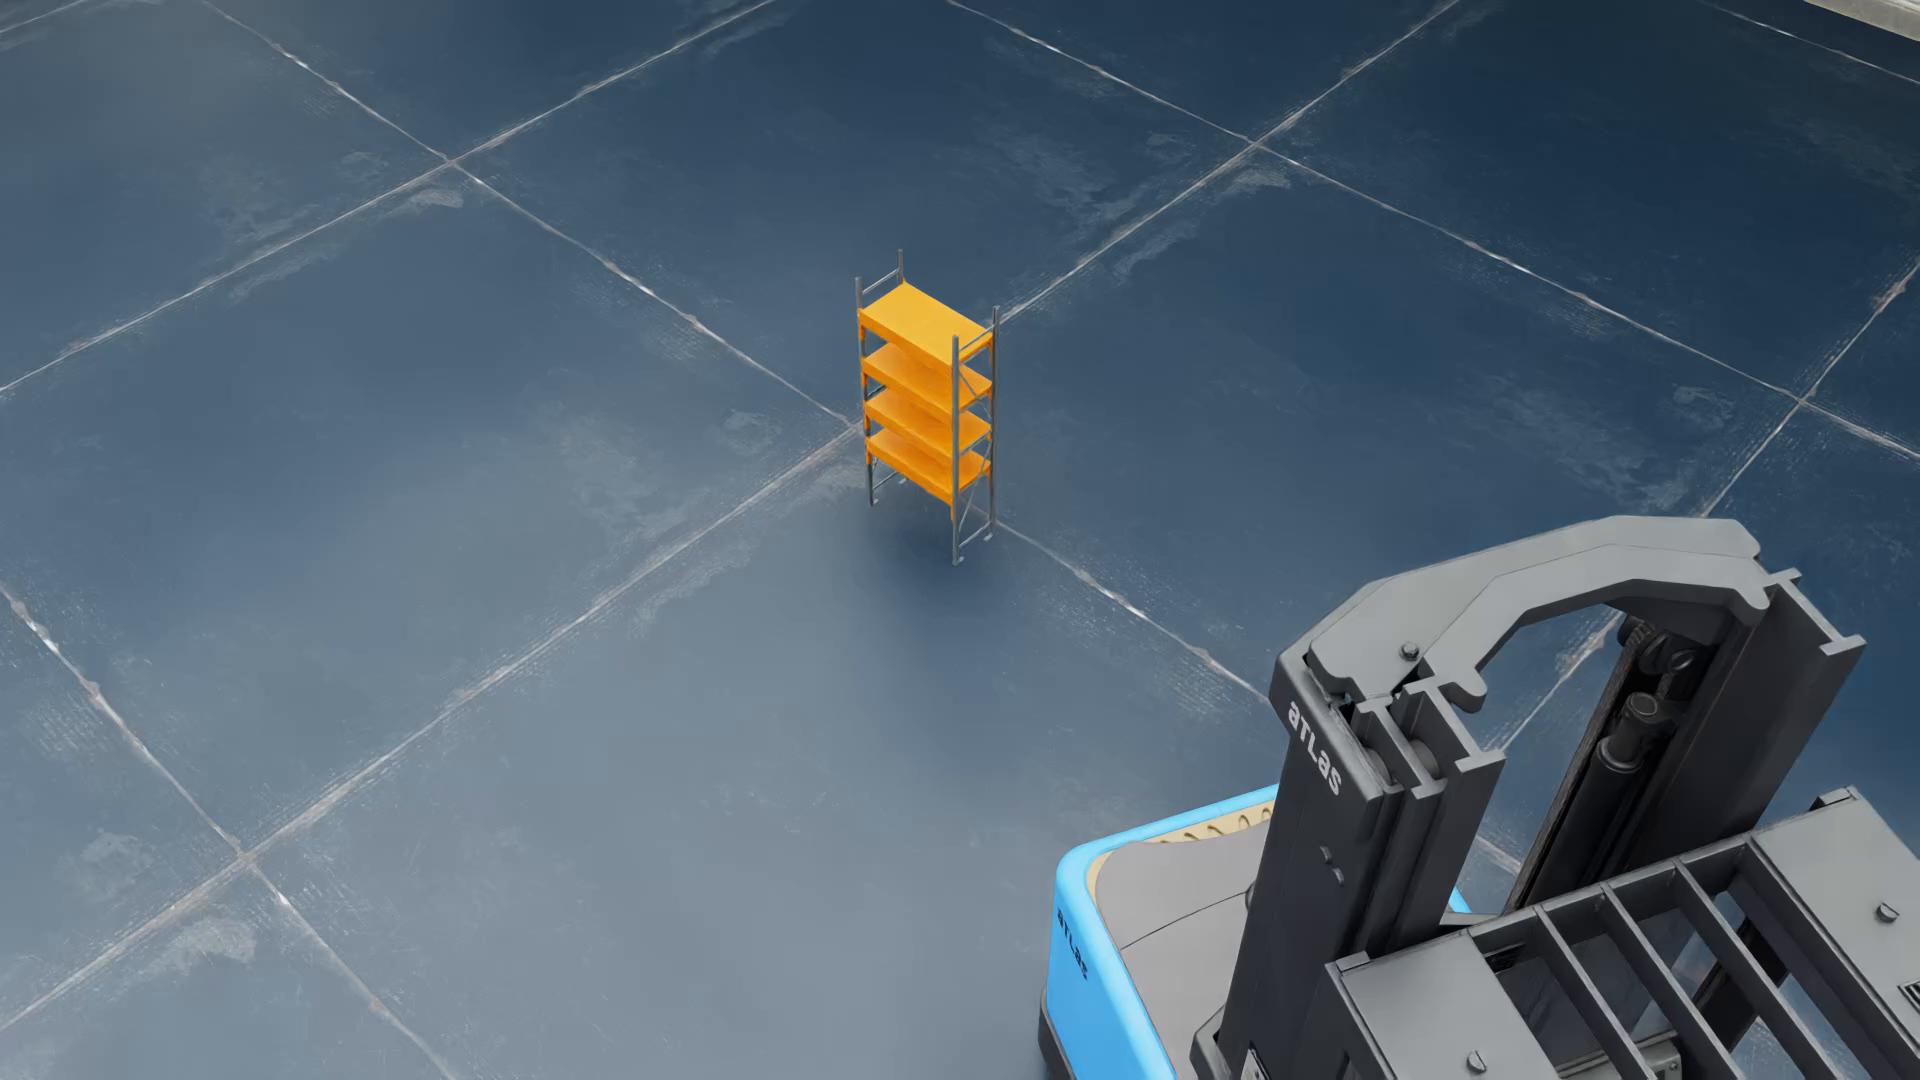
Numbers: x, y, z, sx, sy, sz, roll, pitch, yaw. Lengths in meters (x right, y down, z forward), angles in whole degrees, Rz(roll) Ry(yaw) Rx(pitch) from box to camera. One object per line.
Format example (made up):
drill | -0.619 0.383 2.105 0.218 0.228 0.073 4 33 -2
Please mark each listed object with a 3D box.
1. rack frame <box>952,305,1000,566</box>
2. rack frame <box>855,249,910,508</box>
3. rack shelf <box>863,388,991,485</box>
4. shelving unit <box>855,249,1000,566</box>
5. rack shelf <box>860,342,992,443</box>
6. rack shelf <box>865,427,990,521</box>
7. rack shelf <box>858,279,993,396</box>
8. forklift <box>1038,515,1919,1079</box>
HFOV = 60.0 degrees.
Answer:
rack frame | 0.058 -0.372 6.385 0.015 1.200 0.240 34 55 28
rack frame | -0.301 -0.613 6.611 0.015 1.200 0.240 34 55 28
rack shelf | -0.122 -0.446 6.547 0.480 0.148 0.258 34 55 28
shelving unit | -0.122 -0.493 6.498 0.503 1.200 0.258 34 55 28
rack shelf | -0.122 -0.600 6.384 0.480 0.148 0.258 34 55 28
rack shelf | -0.122 -0.311 6.692 0.480 0.148 0.258 34 55 28
rack shelf | -0.122 -0.762 6.211 0.480 0.148 0.258 34 55 28
forklift | 1.222 1.489 3.450 1.130 2.935 3.031 -15 49 -13
